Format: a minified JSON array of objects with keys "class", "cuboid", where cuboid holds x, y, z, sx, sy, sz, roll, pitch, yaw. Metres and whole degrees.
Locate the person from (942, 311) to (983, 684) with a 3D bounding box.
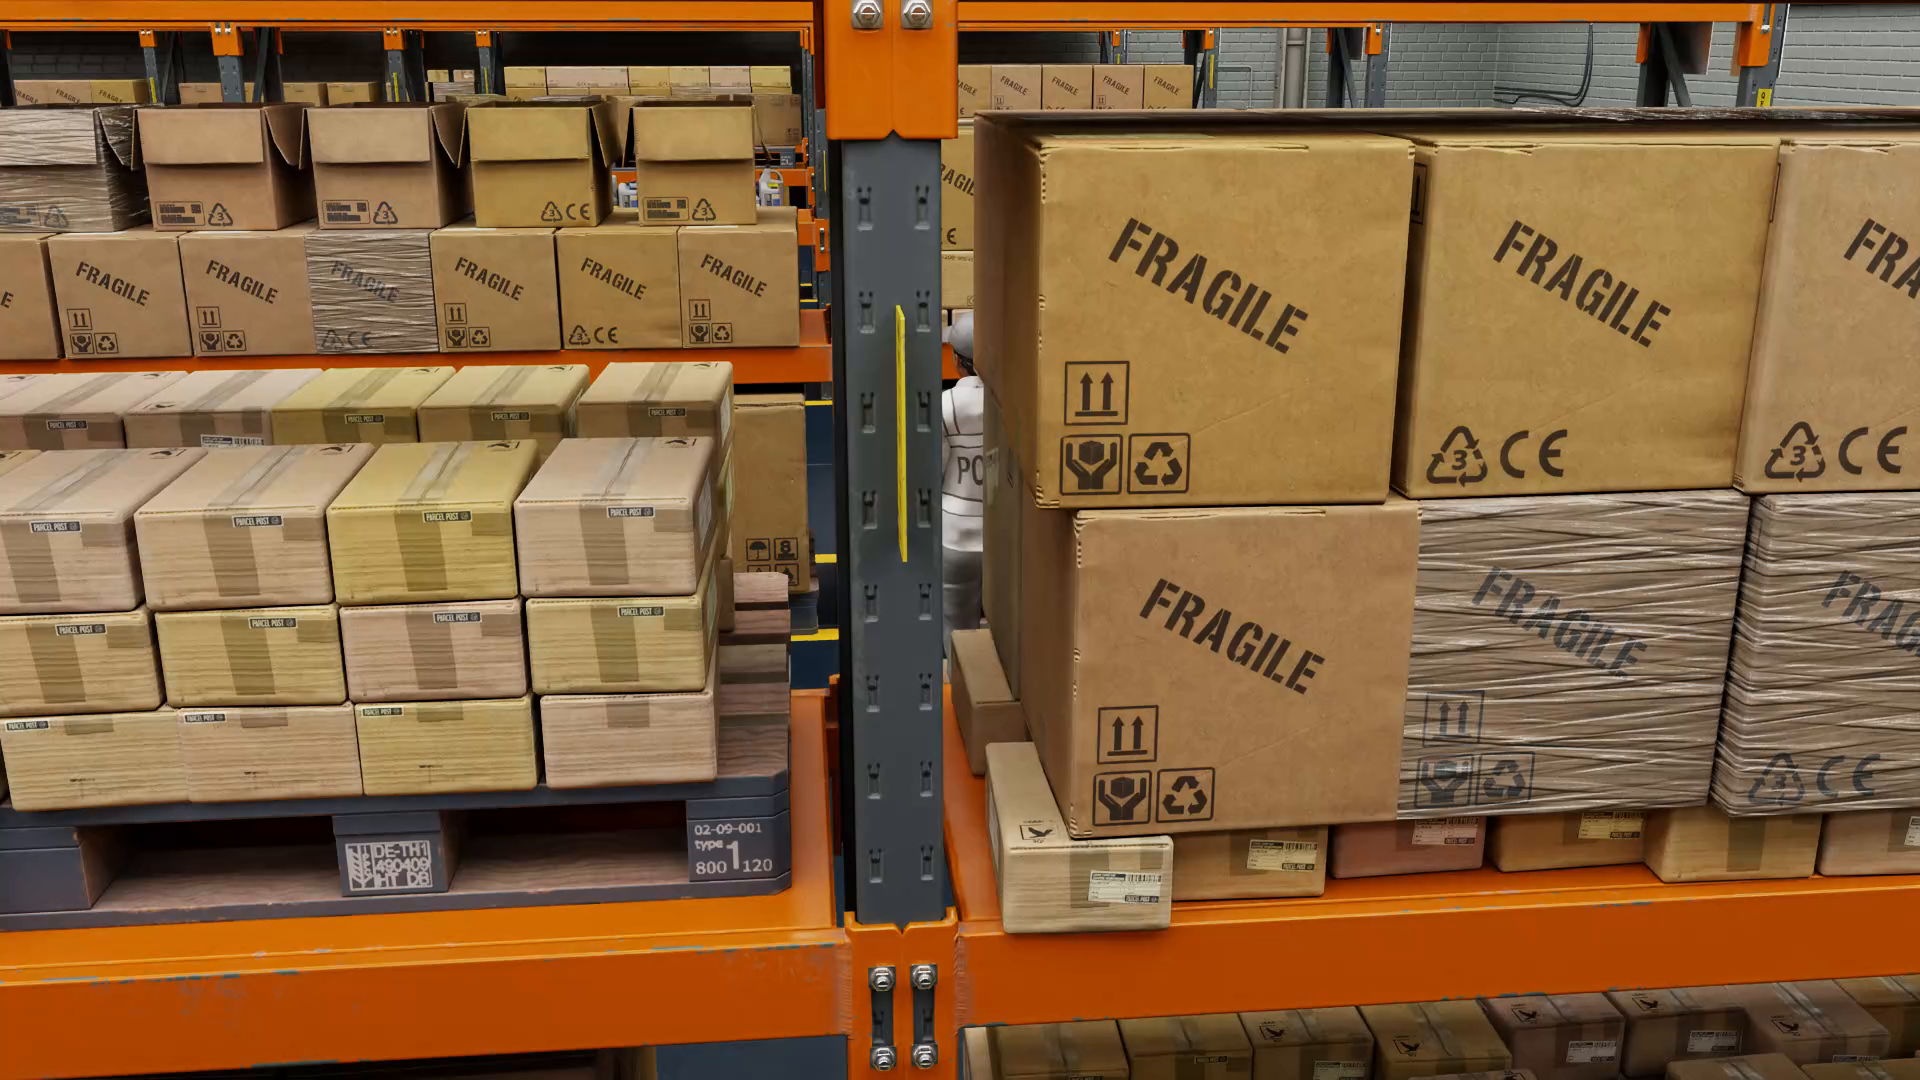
[{"class":"person","cuboid":[0.084,-0.019,6.060,0.598,1.670,0.525,-4,17,-12]}]
